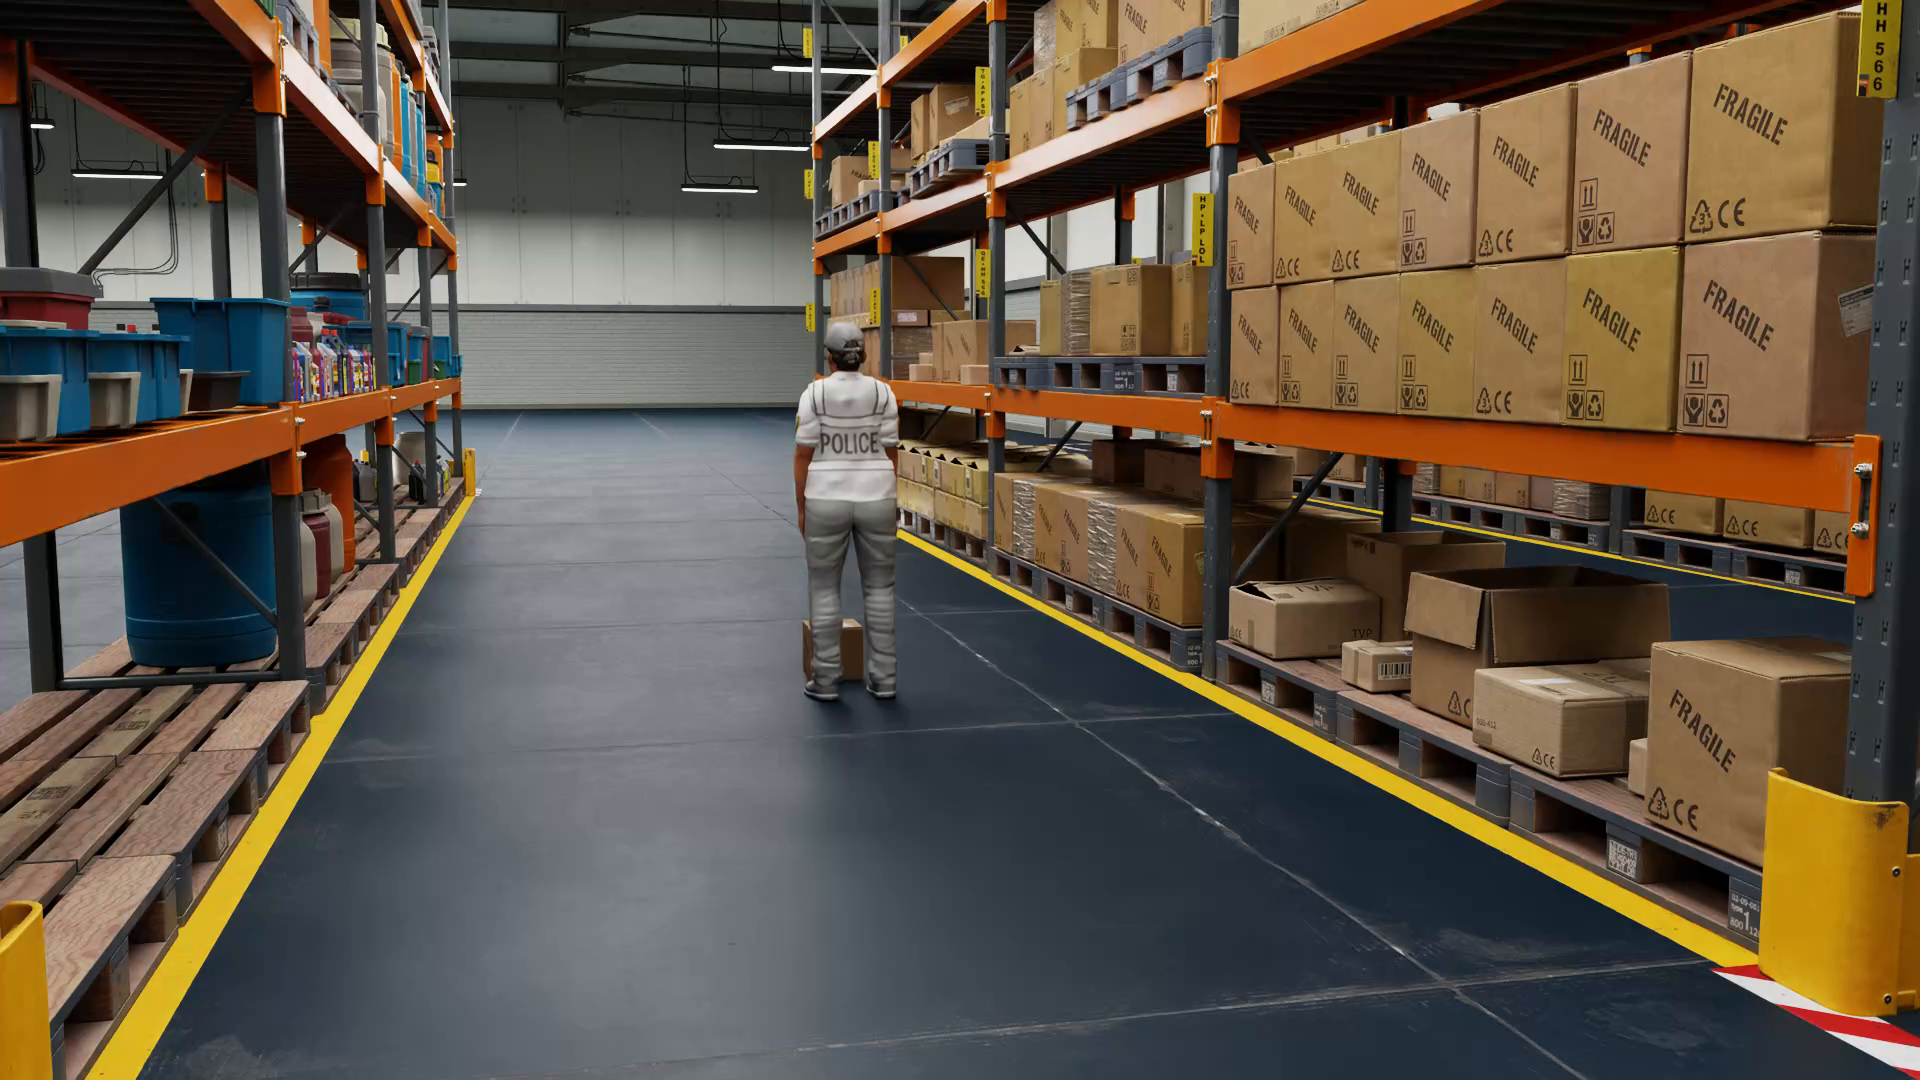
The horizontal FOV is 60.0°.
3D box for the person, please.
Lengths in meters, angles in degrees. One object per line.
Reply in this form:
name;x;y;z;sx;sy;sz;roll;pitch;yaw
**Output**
person;-0.506;-0.128;7.360;0.467;1.664;0.388;-1;6;-12
